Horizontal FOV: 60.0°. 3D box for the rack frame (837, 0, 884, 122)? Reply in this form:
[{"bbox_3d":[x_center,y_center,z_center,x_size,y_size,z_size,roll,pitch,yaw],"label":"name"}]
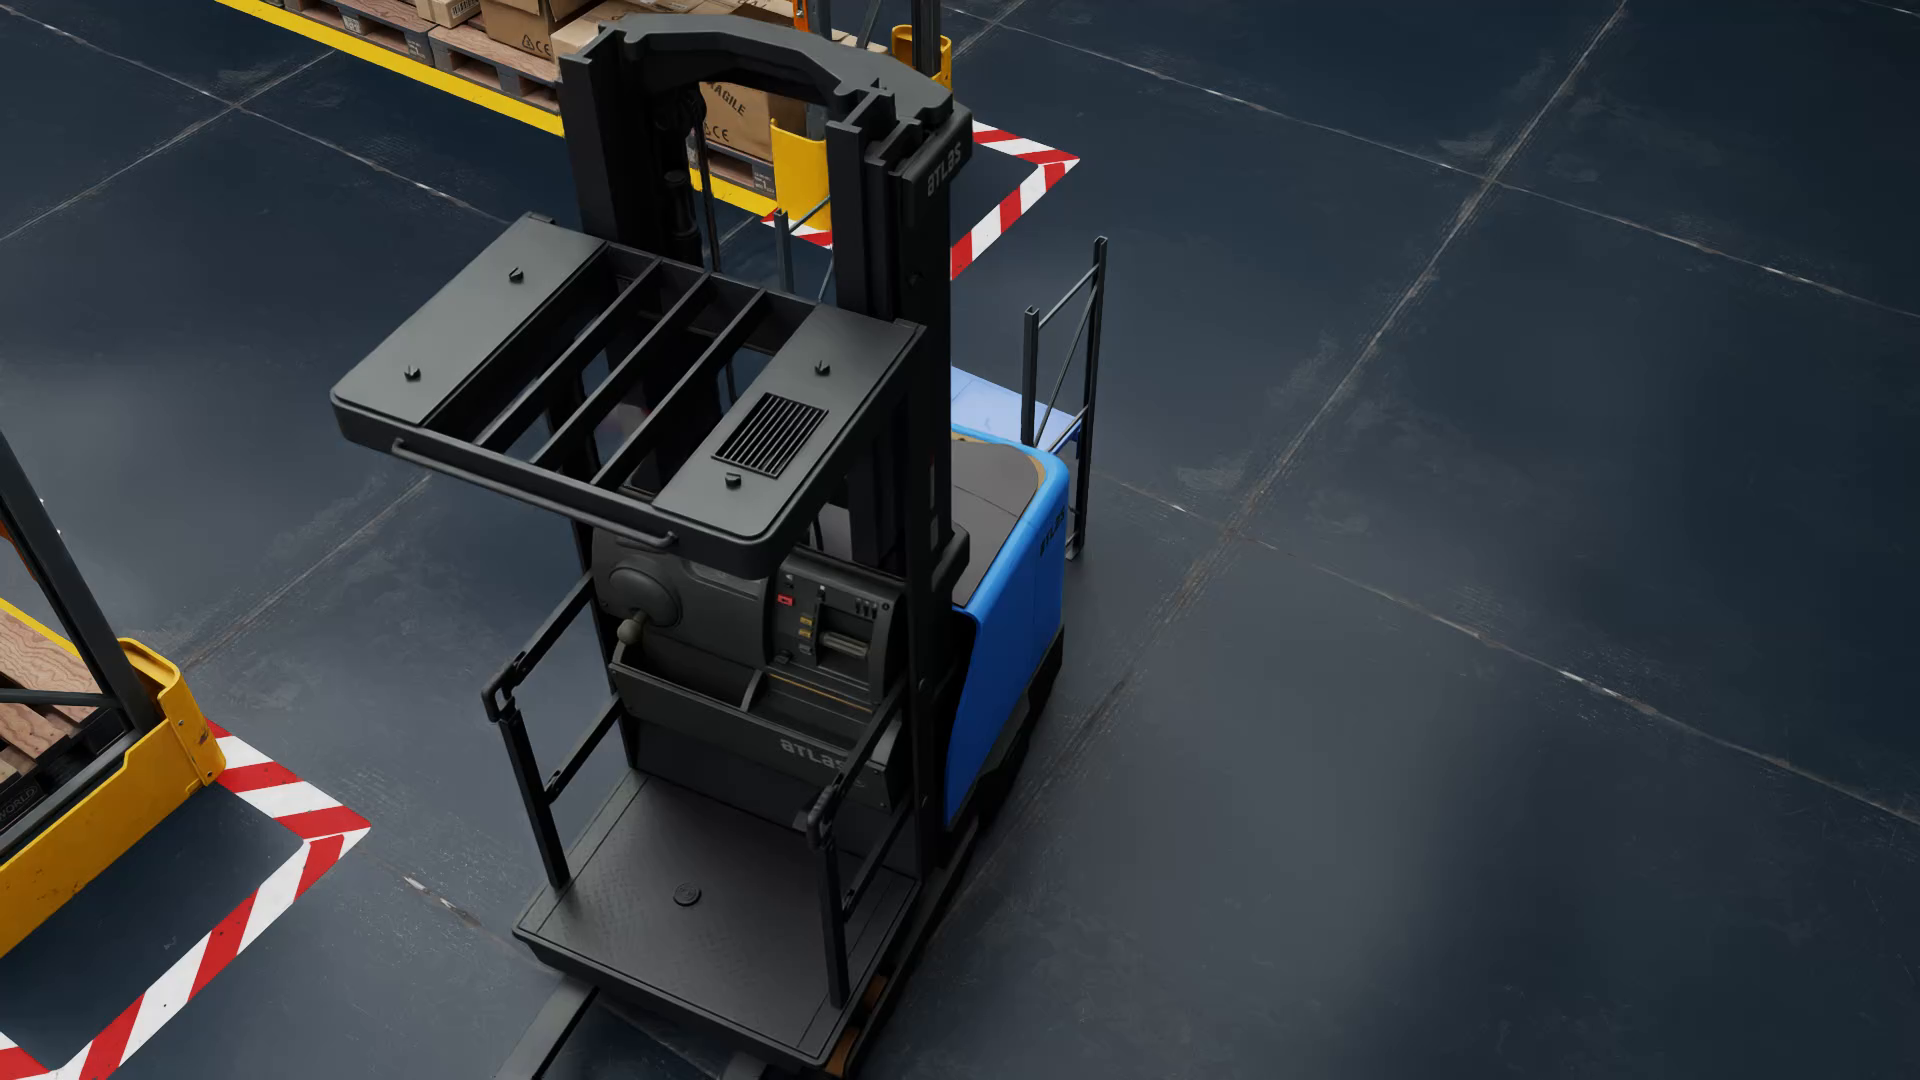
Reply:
[{"bbox_3d":[-0.415,-2.952,7.527,0.053,2.616,0.949,25,51,22],"label":"rack frame"}]

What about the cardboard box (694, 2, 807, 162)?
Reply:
[{"bbox_3d":[-1.007,-2.294,8.324,0.500,0.500,0.500,25,51,22],"label":"cardboard box"}]

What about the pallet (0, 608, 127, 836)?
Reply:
[{"bbox_3d":[-3.767,0.668,5.954,1.213,0.211,1.003,25,51,22],"label":"pallet"}]

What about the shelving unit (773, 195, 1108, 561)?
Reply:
[{"bbox_3d":[-0.072,-0.556,6.244,1.048,1.500,0.538,25,51,22],"label":"shelving unit"}]

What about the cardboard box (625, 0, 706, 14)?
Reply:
[{"bbox_3d":[-1.563,-2.914,9.100,0.500,0.250,0.500,25,51,22],"label":"cardboard box"}]

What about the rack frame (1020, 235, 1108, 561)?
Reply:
[{"bbox_3d":[0.356,-0.359,6.053,0.032,1.500,0.500,25,51,22],"label":"rack frame"}]

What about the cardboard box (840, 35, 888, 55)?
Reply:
[{"bbox_3d":[-0.583,-2.479,8.749,0.250,0.149,0.380,25,51,22],"label":"cardboard box"}]

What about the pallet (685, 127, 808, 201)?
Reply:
[{"bbox_3d":[-1.152,-2.315,8.853,1.213,0.211,1.003,25,51,22],"label":"pallet"}]

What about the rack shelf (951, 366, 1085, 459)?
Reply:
[{"bbox_3d":[-0.072,-0.430,6.373,1.000,0.185,0.538,25,51,22],"label":"rack shelf"}]

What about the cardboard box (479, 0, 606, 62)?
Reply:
[{"bbox_3d":[-2.199,-3.057,9.063,0.637,0.503,0.797,25,51,22],"label":"cardboard box"}]

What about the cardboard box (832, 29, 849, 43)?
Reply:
[{"bbox_3d":[-0.794,-2.582,8.836,0.250,0.166,0.380,25,51,22],"label":"cardboard box"}]

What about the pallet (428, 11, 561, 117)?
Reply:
[{"bbox_3d":[-2.175,-2.788,9.312,1.213,0.211,1.003,25,51,22],"label":"pallet"}]

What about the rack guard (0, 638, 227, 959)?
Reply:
[{"bbox_3d":[-3.067,0.912,5.515,0.348,0.500,1.175,25,51,22],"label":"rack guard"}]

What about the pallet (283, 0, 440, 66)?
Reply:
[{"bbox_3d":[-3.206,-3.260,9.771,1.213,0.211,1.003,25,51,22],"label":"pallet"}]

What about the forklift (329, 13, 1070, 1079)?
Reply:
[{"bbox_3d":[-0.693,0.272,4.442,1.130,2.935,3.031,18,49,17],"label":"forklift"}]

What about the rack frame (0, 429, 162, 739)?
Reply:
[{"bbox_3d":[-3.094,0.039,4.620,0.127,3.000,1.000,25,51,22],"label":"rack frame"}]

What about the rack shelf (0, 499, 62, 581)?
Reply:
[{"bbox_3d":[-4.777,-0.485,5.631,4.000,0.370,1.077,25,51,22],"label":"rack shelf"}]

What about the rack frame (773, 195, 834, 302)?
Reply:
[{"bbox_3d":[-0.500,-0.753,6.435,0.032,1.500,0.500,25,51,22],"label":"rack frame"}]

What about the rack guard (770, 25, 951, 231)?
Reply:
[{"bbox_3d":[-0.480,-2.108,8.450,0.348,0.500,1.175,25,51,22],"label":"rack guard"}]
